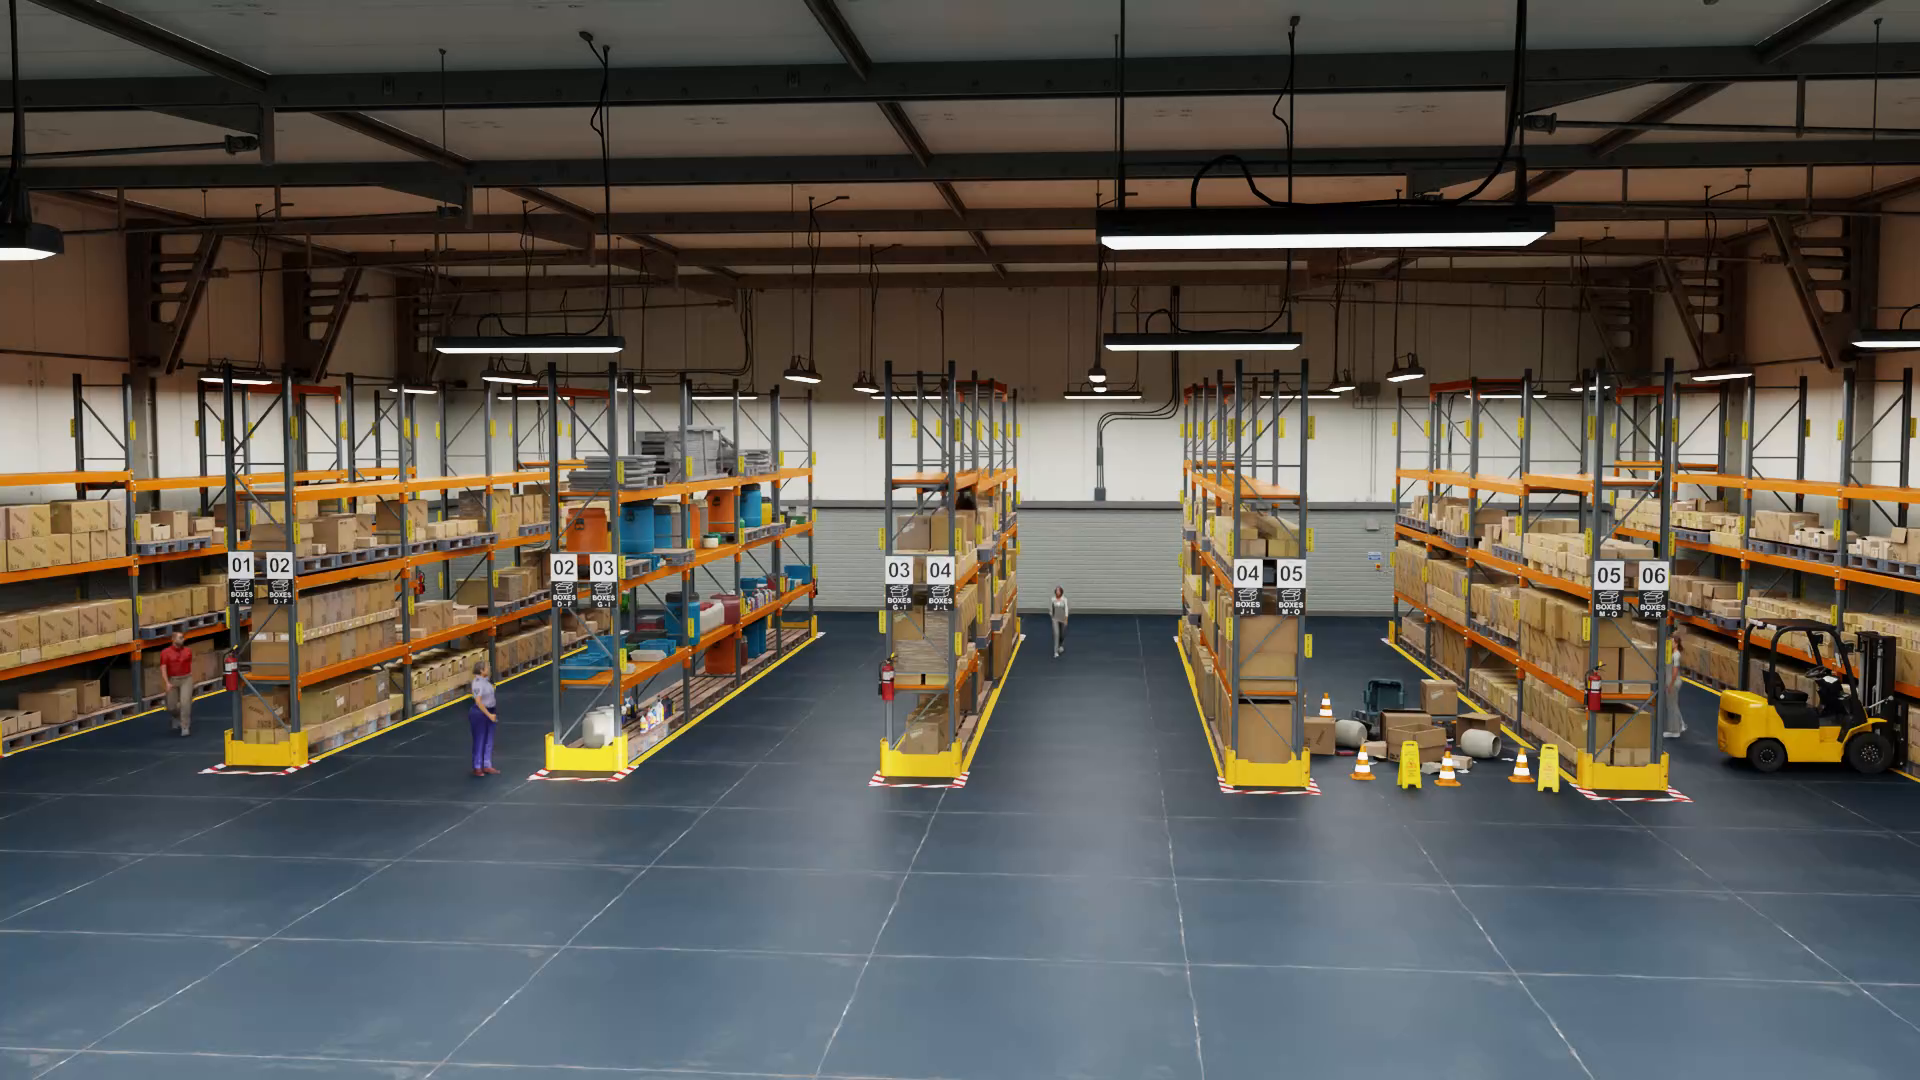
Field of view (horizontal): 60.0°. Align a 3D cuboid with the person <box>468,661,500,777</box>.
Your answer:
[{"bbox_3d":[-6.872,2.598,24.201,0.548,1.678,0.543,1,4,14],"label":"person"}]

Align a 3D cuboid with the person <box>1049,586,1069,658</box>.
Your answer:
[{"bbox_3d":[2.196,1.794,36.913,0.421,1.544,0.894,0,4,0],"label":"person"}]

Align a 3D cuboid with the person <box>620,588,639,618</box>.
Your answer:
[{"bbox_3d":[-8.382,1.342,41.942,0.925,1.790,0.706,0,4,7],"label":"person"}]

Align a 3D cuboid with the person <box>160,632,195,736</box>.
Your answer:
[{"bbox_3d":[-12.912,2.346,27.458,0.493,1.674,0.856,-1,4,-16],"label":"person"}]

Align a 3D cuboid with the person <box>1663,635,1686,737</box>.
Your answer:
[{"bbox_3d":[11.665,2.382,27.183,0.409,1.674,0.446,3,5,36],"label":"person"}]
